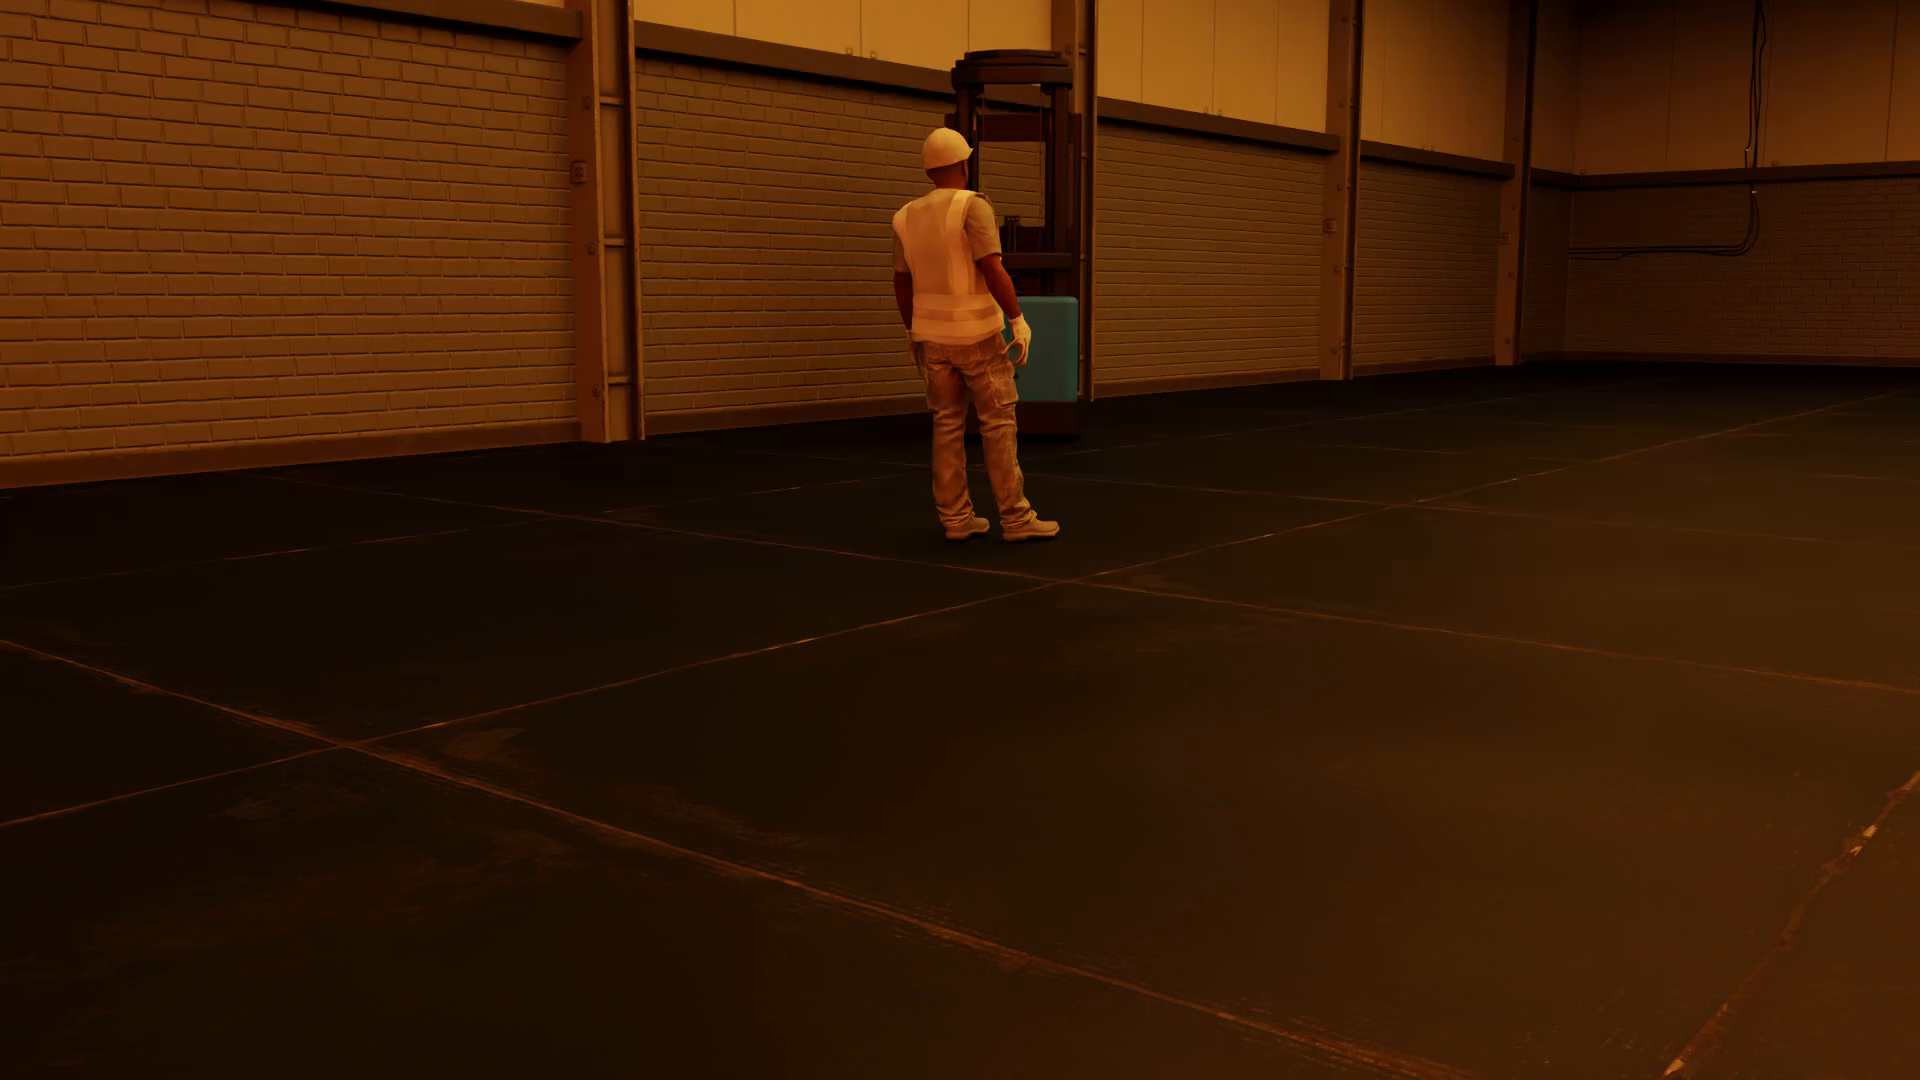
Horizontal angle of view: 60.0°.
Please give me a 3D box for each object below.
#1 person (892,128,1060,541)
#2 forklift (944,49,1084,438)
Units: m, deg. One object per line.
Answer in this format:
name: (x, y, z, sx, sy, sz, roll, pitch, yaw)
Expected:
person: (0.052, -0.897, 7.324, 0.656, 1.782, 0.577, 7, 11, 38)
forklift: (0.434, -2.374, 13.504, 1.130, 2.935, 3.031, 0, 8, 3)
